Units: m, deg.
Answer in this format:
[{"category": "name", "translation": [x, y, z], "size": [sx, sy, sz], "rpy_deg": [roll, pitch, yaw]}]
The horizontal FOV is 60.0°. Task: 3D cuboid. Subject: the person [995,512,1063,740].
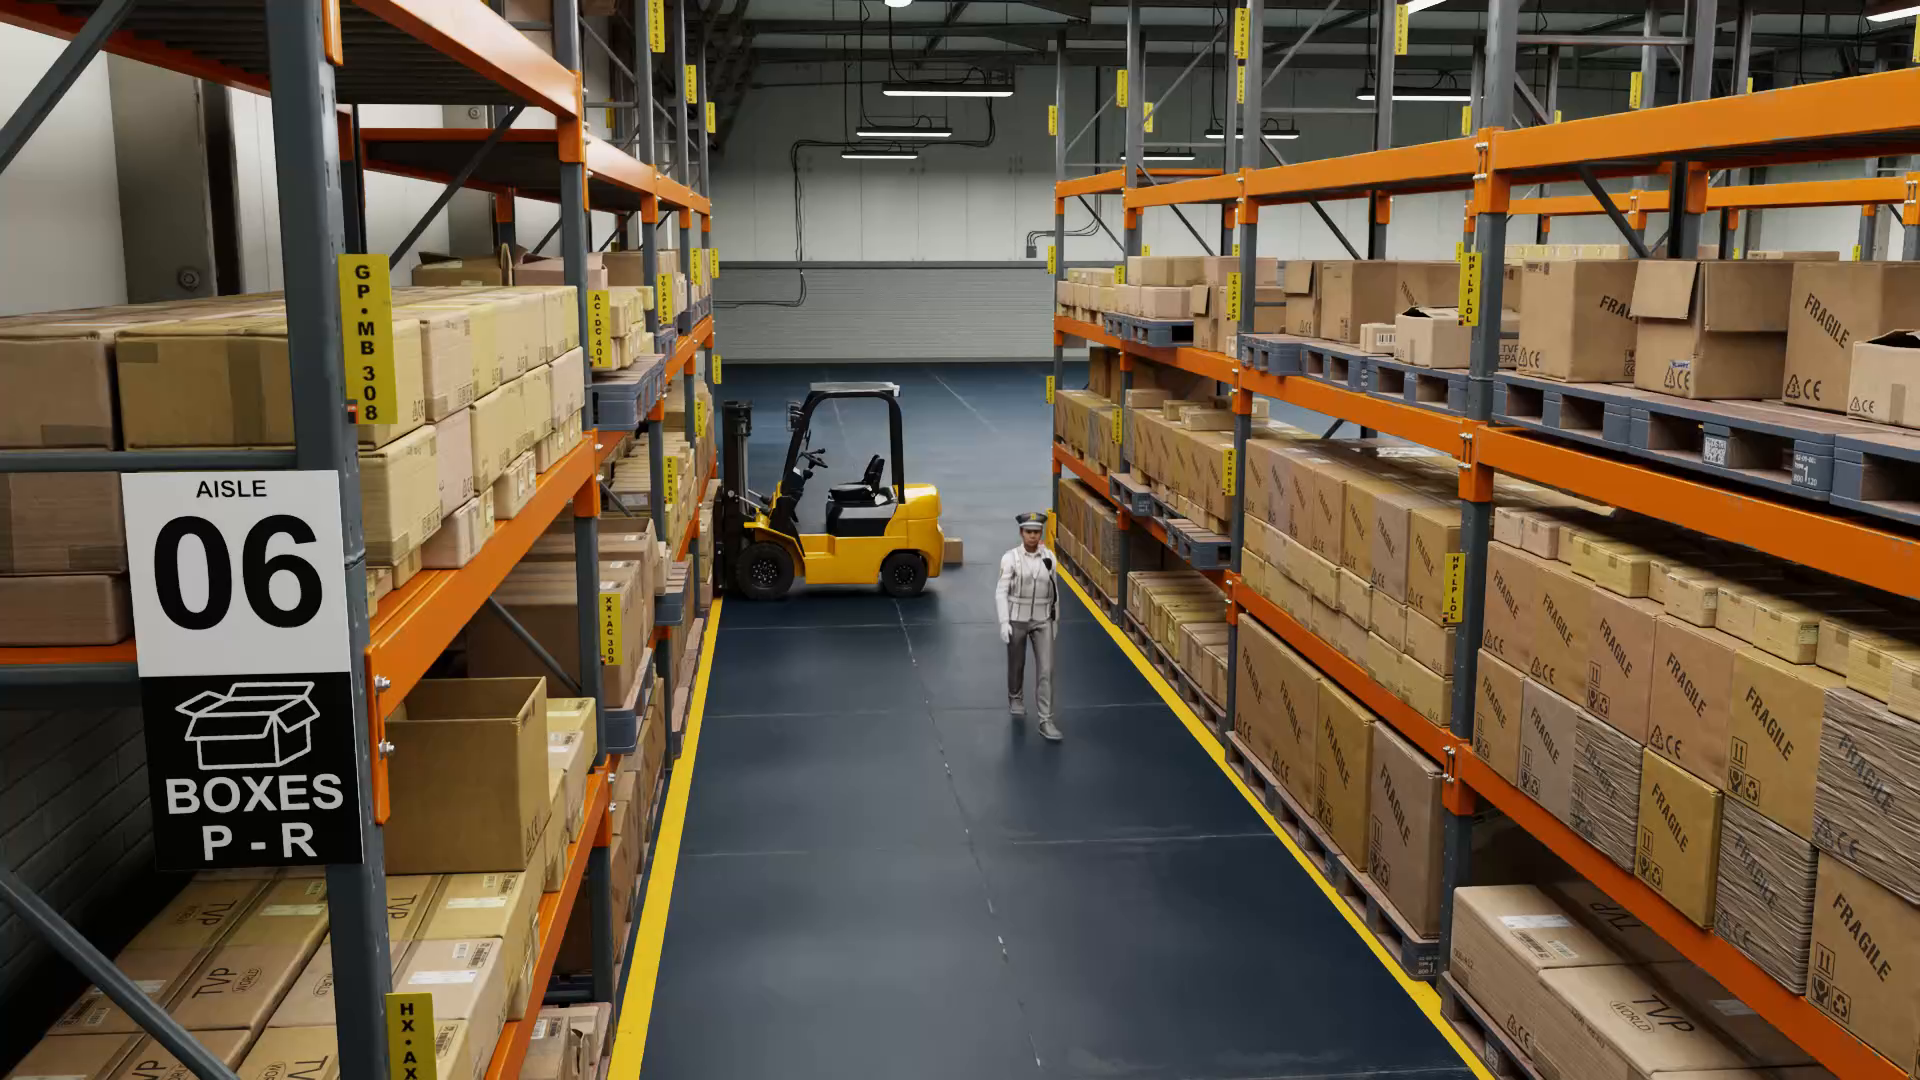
[{"category": "person", "translation": [0.520, 0.599, 12.410], "size": [0.517, 1.629, 0.982], "rpy_deg": [-1, 10, -8]}]
